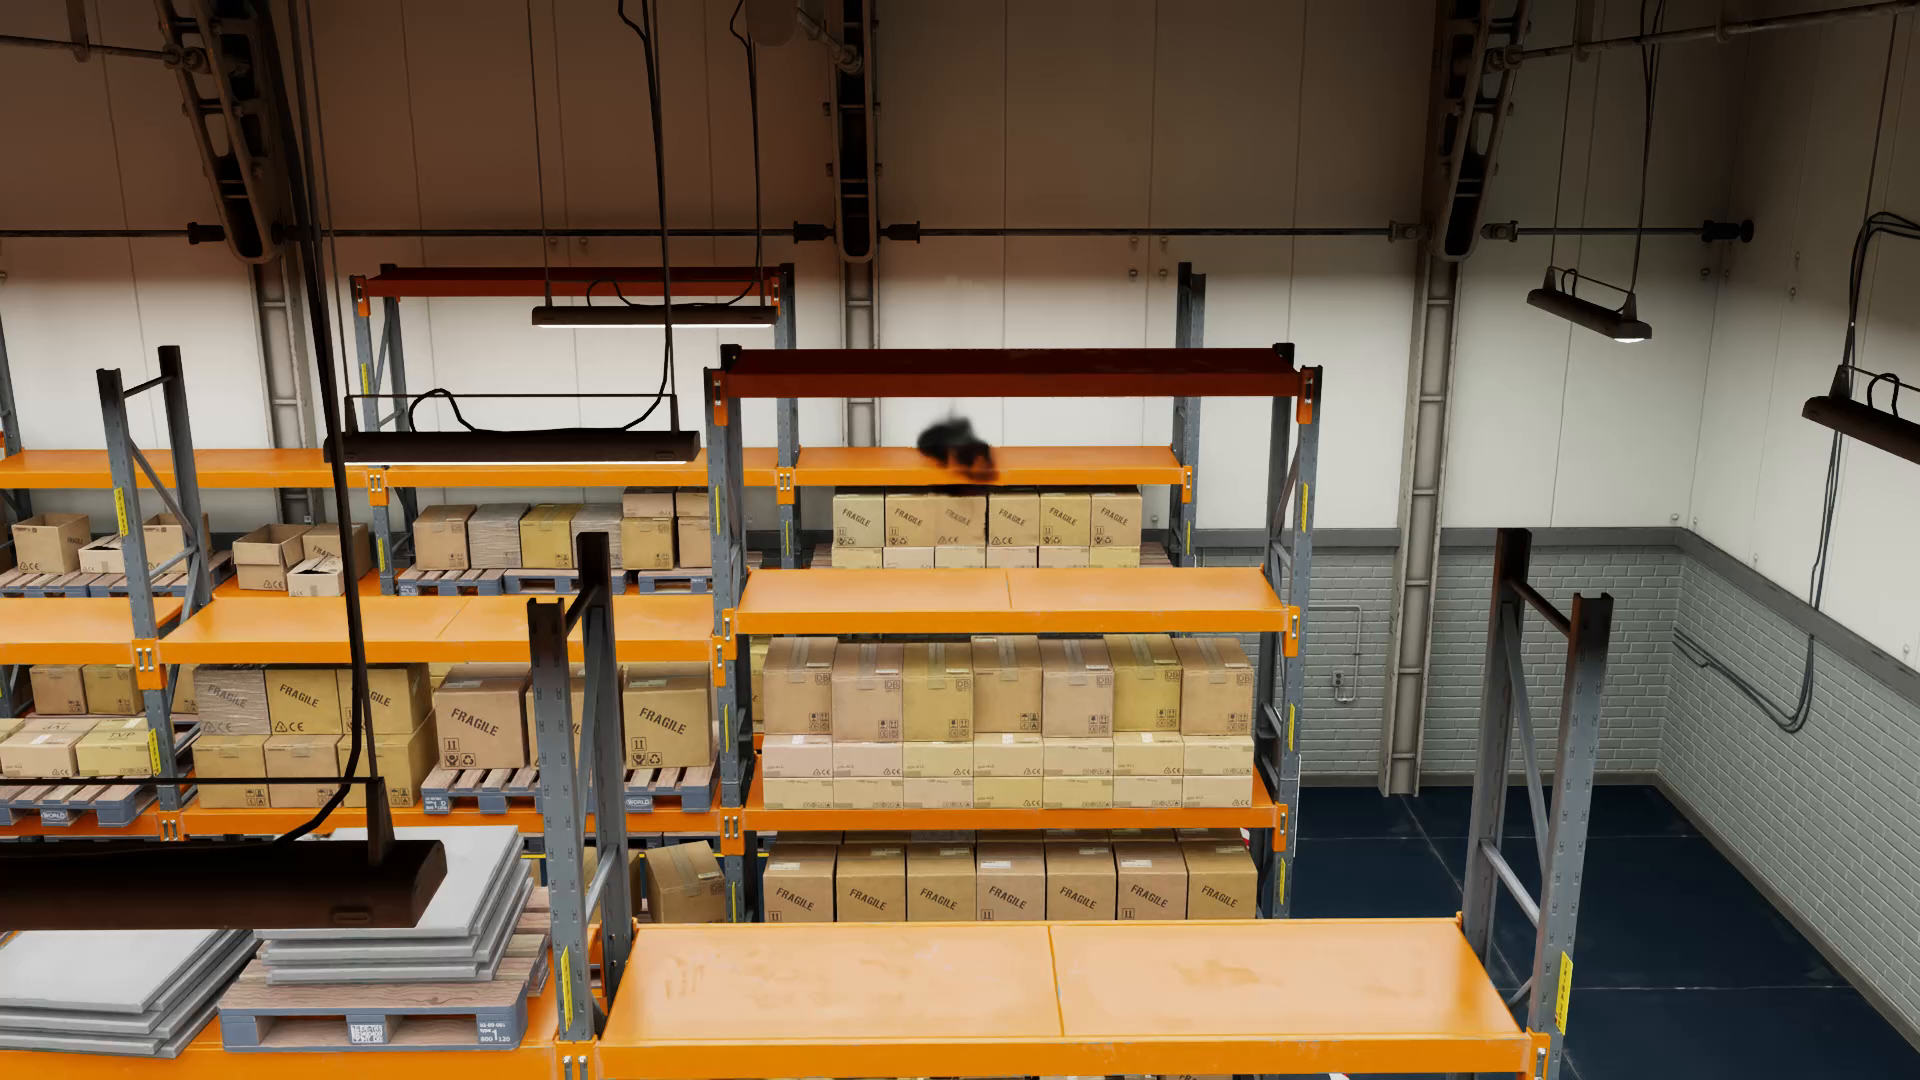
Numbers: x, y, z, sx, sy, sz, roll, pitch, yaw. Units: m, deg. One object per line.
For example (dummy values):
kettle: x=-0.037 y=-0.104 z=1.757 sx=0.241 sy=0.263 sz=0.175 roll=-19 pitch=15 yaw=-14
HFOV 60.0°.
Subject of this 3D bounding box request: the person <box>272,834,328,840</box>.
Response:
person: x=-5.988 y=3.092 z=14.865 sx=0.563 sy=1.718 sz=0.704 roll=-1 pitch=16 yaw=-3
